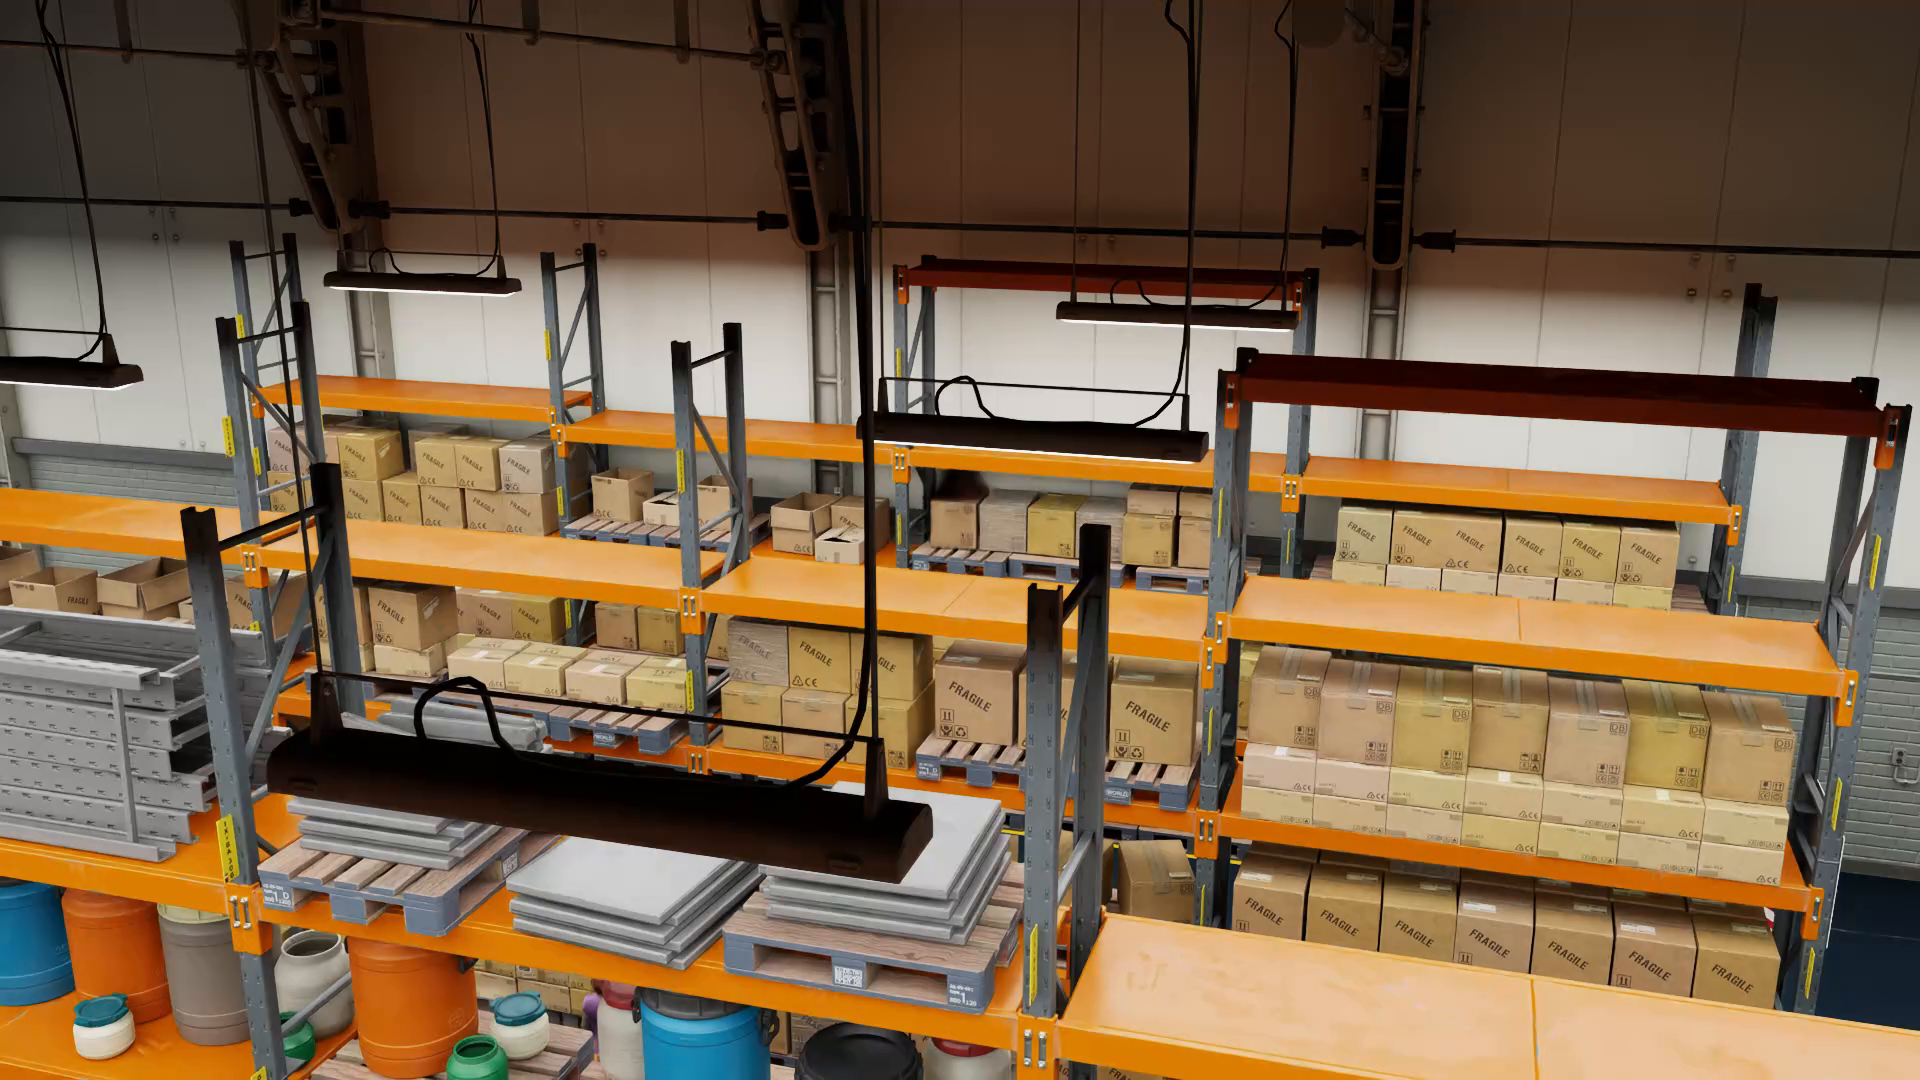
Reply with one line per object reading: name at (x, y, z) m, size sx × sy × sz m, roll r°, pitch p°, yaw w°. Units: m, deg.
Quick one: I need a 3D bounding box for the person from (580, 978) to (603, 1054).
person at (-2.620, 3.873, 12.487) m, size 0.434 × 1.615 × 0.485 m, roll -6°, pitch 17°, yaw -19°
